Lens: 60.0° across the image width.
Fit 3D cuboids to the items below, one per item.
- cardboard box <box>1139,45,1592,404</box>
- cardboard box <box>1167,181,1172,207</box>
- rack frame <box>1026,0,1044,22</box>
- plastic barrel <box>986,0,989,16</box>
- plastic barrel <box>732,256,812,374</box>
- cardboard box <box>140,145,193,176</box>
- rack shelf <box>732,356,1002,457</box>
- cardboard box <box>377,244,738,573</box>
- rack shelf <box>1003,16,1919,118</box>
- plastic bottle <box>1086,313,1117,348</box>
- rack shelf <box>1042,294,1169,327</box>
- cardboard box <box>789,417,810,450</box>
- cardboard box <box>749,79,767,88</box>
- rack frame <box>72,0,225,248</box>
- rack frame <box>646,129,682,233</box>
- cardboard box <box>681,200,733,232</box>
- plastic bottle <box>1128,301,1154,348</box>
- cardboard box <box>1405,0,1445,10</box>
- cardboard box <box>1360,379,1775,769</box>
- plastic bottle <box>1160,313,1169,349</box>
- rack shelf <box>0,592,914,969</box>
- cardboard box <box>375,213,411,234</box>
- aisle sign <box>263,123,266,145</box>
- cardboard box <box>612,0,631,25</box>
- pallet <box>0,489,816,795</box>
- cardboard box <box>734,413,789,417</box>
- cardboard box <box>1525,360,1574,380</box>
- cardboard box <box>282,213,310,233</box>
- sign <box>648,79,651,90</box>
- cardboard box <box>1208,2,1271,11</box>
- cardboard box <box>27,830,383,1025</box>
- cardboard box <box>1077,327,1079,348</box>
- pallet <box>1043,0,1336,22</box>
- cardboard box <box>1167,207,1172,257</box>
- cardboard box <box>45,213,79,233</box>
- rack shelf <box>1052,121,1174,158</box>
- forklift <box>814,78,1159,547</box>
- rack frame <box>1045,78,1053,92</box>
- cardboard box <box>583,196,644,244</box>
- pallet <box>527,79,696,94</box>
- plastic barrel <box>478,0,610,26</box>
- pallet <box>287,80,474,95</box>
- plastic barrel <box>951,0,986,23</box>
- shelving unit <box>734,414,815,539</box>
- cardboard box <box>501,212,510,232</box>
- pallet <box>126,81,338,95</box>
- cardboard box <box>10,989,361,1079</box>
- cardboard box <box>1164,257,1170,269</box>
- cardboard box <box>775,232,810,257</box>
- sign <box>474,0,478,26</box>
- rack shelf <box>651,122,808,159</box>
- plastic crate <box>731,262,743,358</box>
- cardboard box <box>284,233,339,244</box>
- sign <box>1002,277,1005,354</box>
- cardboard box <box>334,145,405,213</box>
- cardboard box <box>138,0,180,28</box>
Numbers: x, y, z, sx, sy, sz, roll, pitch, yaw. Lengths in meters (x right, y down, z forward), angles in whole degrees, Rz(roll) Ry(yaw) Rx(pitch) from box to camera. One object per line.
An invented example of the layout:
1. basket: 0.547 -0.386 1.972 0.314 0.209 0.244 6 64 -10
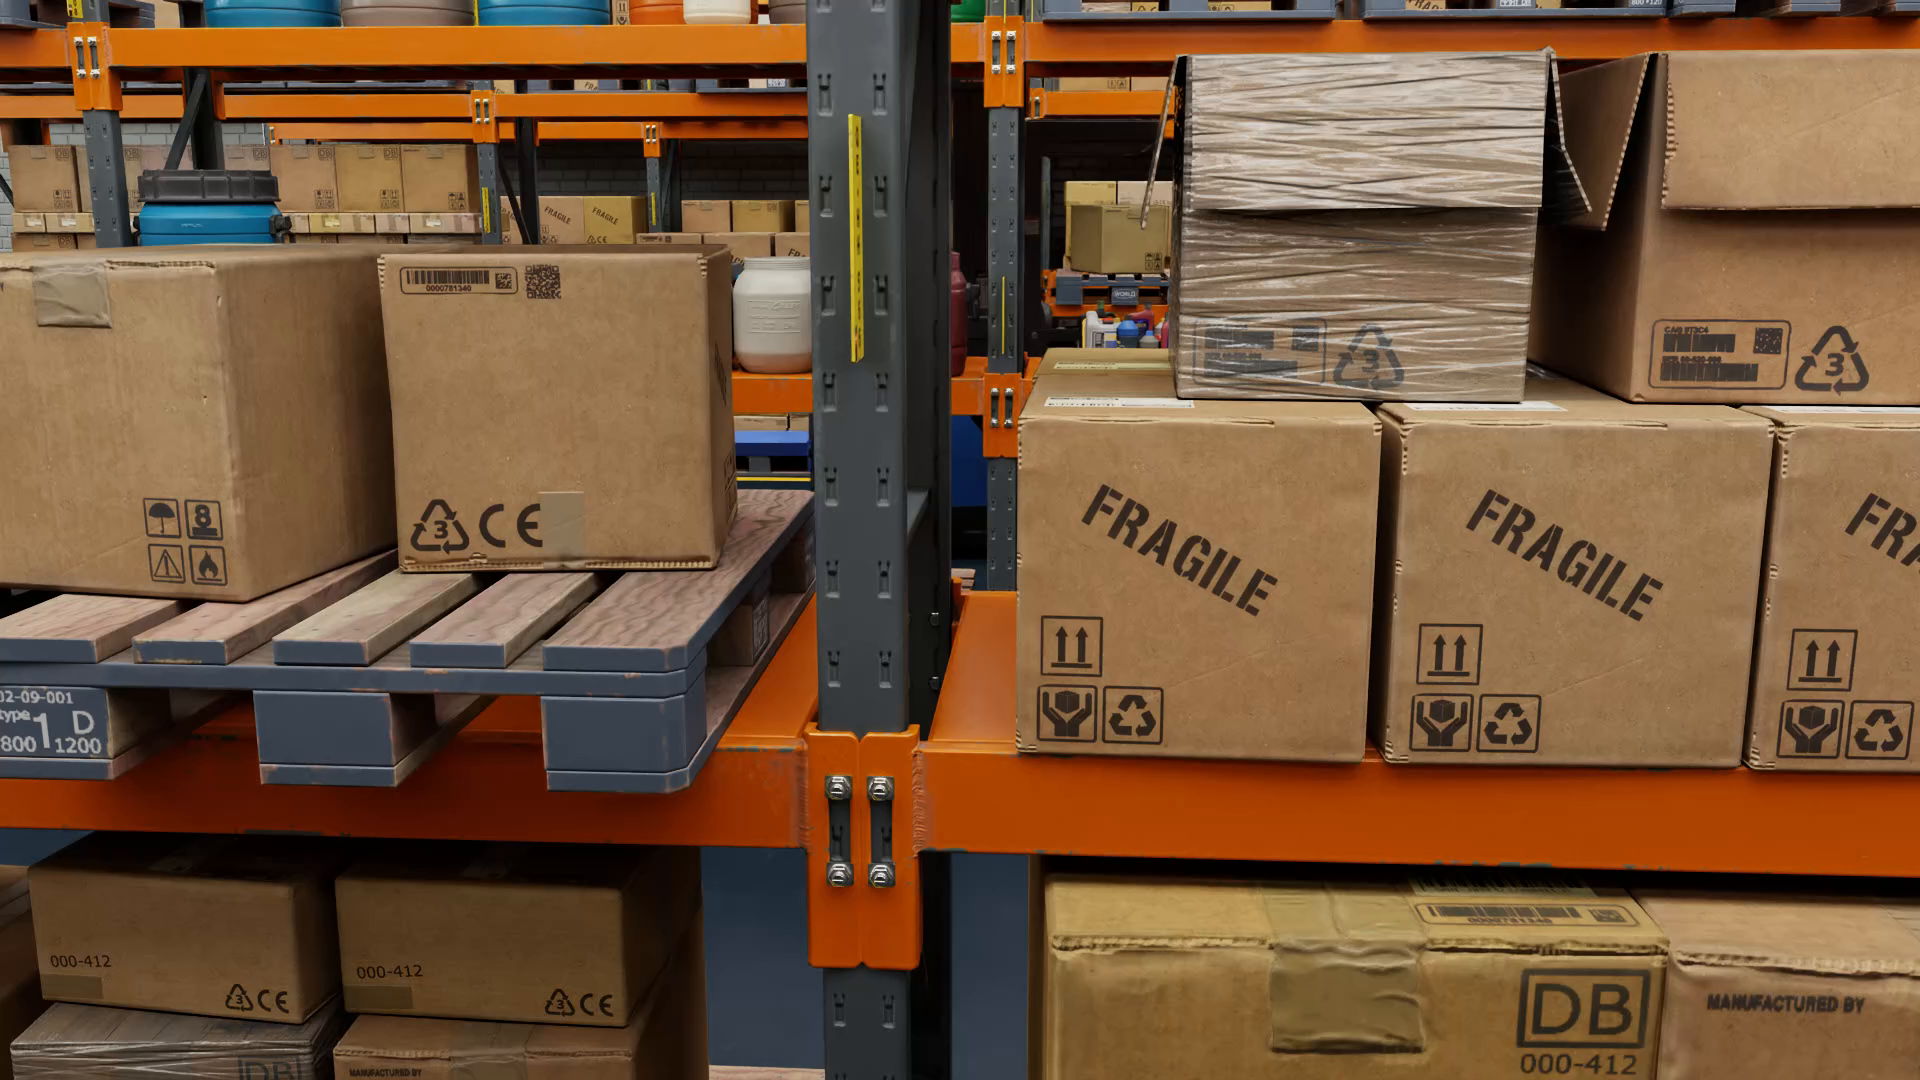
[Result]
1. cardboard box: 0.615 -0.517 2.721 0.637 0.503 0.797 1 12 6
2. cardboard box: 2.351 -3.526 16.946 0.500 0.250 0.500 1 12 4
3. rack frame: 0.552 -4.951 11.958 0.127 3.000 1.000 1 12 4
4. plastic barrel: -0.072 -2.592 7.736 0.421 0.512 0.421 0 12 0
5. plastic barrel: -0.823 -1.028 7.582 0.421 0.512 0.421 0 12 0
6. cardboard box: -5.884 -2.785 12.845 0.500 0.500 0.700 1 12 4
7. rack shelf: -1.778 -0.678 7.940 4.000 0.370 1.077 1 12 4
8. cardboard box: -0.655 -0.245 2.841 0.500 0.500 0.500 -1 12 -3
9. rack shelf: 2.213 -2.091 7.371 4.000 0.370 1.077 1 12 4
10. plastic bottle: 0.628 -0.870 7.404 0.135 0.276 0.152 1 12 4
11. rack shelf: 2.548 -1.635 12.515 4.000 0.370 1.077 1 12 4
12. cardboard box: -1.005 -0.845 12.673 0.500 0.250 0.500 1 12 5
13. cardboard box: -1.957 -4.679 17.177 0.500 0.311 0.500 1 12 6
14. rack frame: -3.773 -1.057 7.997 0.127 3.000 1.000 1 12 4
15. rack frame: -3.111 -3.081 17.672 0.127 3.000 1.000 1 12 4
16. cardboard box: -2.606 -3.332 17.550 0.500 0.500 0.700 1 12 4
17. plastic bottle: 0.880 -1.024 8.122 0.133 0.283 0.061 1 12 4
18. cardboard box: 3.377 -3.758 12.067 0.600 0.600 0.600 1 12 3
19. cardboard box: 0.868 0.029 2.559 0.500 0.500 0.500 0 12 2
20. plastic bottle: 0.953 -0.860 7.337 0.133 0.283 0.061 1 12 4
21. rack shelf: -2.109 0.334 3.102 4.000 0.370 1.077 1 12 4
22. cardboard box: -4.232 -2.403 12.599 0.250 0.149 0.380 0 12 2
23. aisle sign: -7.194 -4.348 17.380 0.004 0.787 0.394 1 12 4
24. cardboard box: -2.256 -4.017 12.329 0.500 0.500 0.500 2 12 9
25. pallet: -0.831 0.115 2.860 1.003 0.211 1.213 1 12 4
26. cardboard box: -1.509 -1.126 12.646 0.500 0.311 0.500 1 12 5
27. cardboard box: 0.893 -0.076 3.059 0.500 0.500 0.500 1 12 3
28. cardboard box: -4.991 -2.413 12.651 0.250 0.149 0.380 1 12 5
29. sign: -3.140 -4.692 16.782 0.005 0.325 0.100 1 12 4
30. cardboard box: 2.005 -4.000 12.051 0.500 0.500 0.500 1 12 4
31. cardboard box: -1.314 0.642 3.071 0.500 0.250 0.500 2 12 10
32. cardboard box: 1.605 -2.143 17.412 0.750 0.750 0.750 1 12 3
33. pallet: 0.974 -2.348 7.302 1.213 0.211 1.003 1 12 4
34. cardboard box: 2.364 -3.156 17.009 0.500 0.500 0.500 1 12 4
35. cardboard box: -6.789 -2.438 12.769 0.250 0.149 0.380 0 12 2
36. rack shelf: 2.875 -4.115 17.046 4.000 0.370 1.077 1 12 4
37. forklift: 0.652 -1.436 9.973 3.031 2.935 1.130 0 12 0
38. rack frame: 0.880 -5.963 16.796 0.127 3.000 1.000 1 12 4
39. cardboard box: -3.604 -3.328 17.338 0.500 0.500 0.500 1 12 4
40. pallet: -2.558 -3.434 12.502 1.217 0.209 0.805 0 12 1
41. plastic barrel: -1.946 -2.790 7.732 0.708 0.901 0.600 1 12 4
42. pallet: -4.291 -3.500 12.567 1.213 0.211 1.003 1 12 4
43. plastic barrel: -0.032 -2.388 7.410 0.294 0.245 0.294 0 12 0
44. shelving unit: -1.387 -0.726 10.074 1.048 1.500 0.538 0 12 0
45. cardboard box: -3.694 -2.479 12.964 0.250 0.149 0.380 1 12 4
46. pallet: -5.505 -3.518 12.649 1.213 0.211 1.003 1 12 4
47. cardboard box: -1.337 1.007 3.157 0.500 0.500 0.700 0 12 -1
48. cardboard box: 2.222 -2.855 17.157 0.250 0.149 0.380 1 12 5
49. cardboard box: -1.123 -2.083 12.656 0.500 0.500 0.500 0 12 1
50. sign: -3.474 -3.716 11.924 0.005 0.325 0.100 1 12 4
51. rack shelf: -1.116 -4.170 17.308 4.000 0.370 1.077 1 12 4
52. plastic crate: -1.374 -1.119 8.133 0.583 0.464 0.402 1 12 4
53. cardboard box: -4.909 -2.137 12.912 0.500 0.500 0.700 1 12 5
54. sign: 0.188 -0.970 7.181 0.005 0.325 0.100 1 12 4
55. cardboard box: -4.386 -2.765 12.746 0.500 0.500 0.700 1 12 4
56. cardboard box: -5.791 -3.837 12.346 0.500 0.500 0.500 1 12 4
